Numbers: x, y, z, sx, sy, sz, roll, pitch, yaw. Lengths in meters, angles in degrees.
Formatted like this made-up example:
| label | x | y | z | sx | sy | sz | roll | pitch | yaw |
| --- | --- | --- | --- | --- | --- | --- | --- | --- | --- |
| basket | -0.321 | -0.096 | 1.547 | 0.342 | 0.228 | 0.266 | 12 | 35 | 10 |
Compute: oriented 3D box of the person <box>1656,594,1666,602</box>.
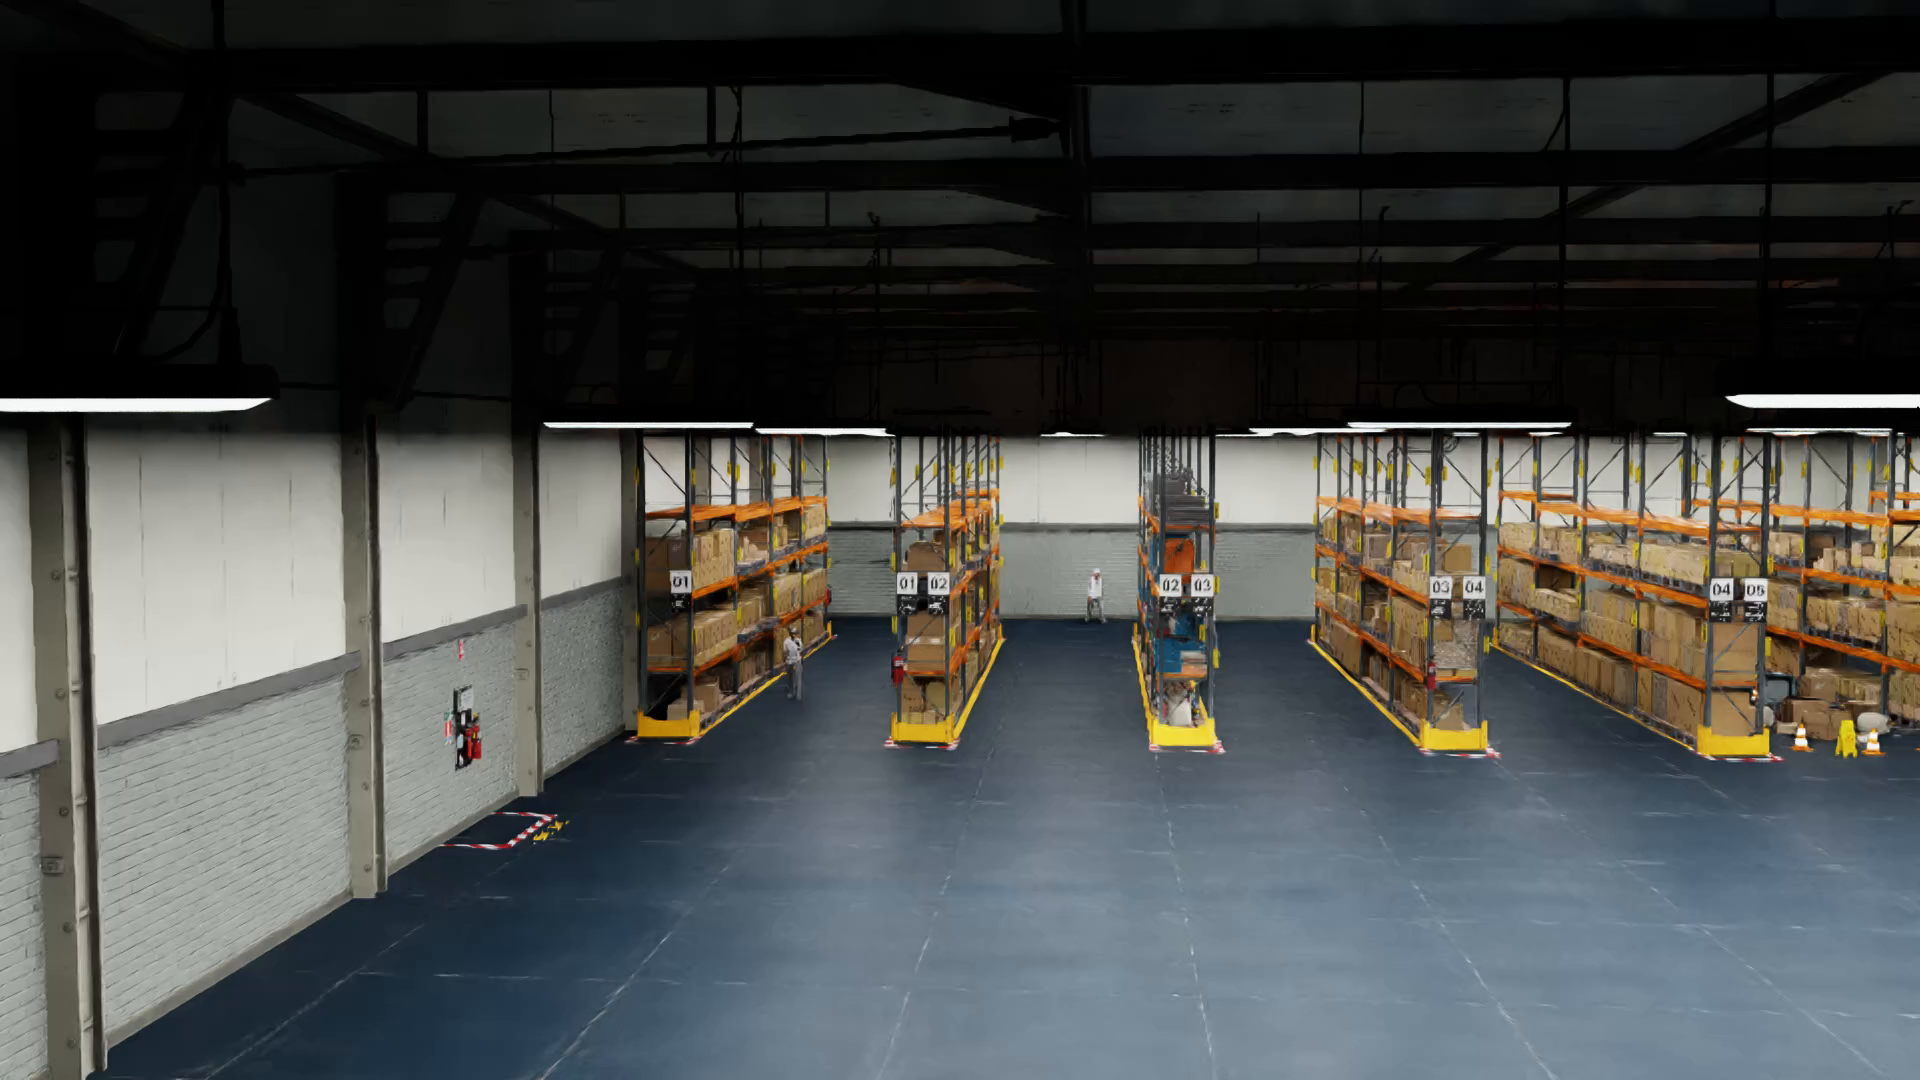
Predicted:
| label | x | y | z | sx | sy | sz | roll | pitch | yaw |
| --- | --- | --- | --- | --- | --- | --- | --- | --- | --- |
| person | 18.854 | 2.181 | 44.733 | 0.483 | 1.634 | 0.604 | 0 | 3 | -3 |

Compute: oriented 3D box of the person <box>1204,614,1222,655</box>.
| label | x | y | z | sx | sy | sz | roll | pitch | yaw |
| --- | --- | --- | --- | --- | --- | --- | --- | --- | --- |
| person | 6.542 | 2.272 | 43.975 | 0.568 | 1.528 | 0.779 | -1 | 4 | -14 |

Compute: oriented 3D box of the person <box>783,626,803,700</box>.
| label | x | y | z | sx | sy | sz | roll | pitch | yaw |
| --- | --- | --- | --- | --- | --- | --- | --- | --- | --- |
| person | -3.660 | 2.676 | 36.463 | 0.448 | 1.622 | 0.995 | 0 | 3 | -3 |

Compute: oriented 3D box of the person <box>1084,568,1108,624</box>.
| label | x | y | z | sx | sy | sz | roll | pitch | yaw |
| --- | --- | --- | --- | --- | --- | --- | --- | --- | --- |
| person | 4.202 | 1.732 | 51.568 | 0.577 | 1.734 | 0.951 | -1 | 4 | -18 |
